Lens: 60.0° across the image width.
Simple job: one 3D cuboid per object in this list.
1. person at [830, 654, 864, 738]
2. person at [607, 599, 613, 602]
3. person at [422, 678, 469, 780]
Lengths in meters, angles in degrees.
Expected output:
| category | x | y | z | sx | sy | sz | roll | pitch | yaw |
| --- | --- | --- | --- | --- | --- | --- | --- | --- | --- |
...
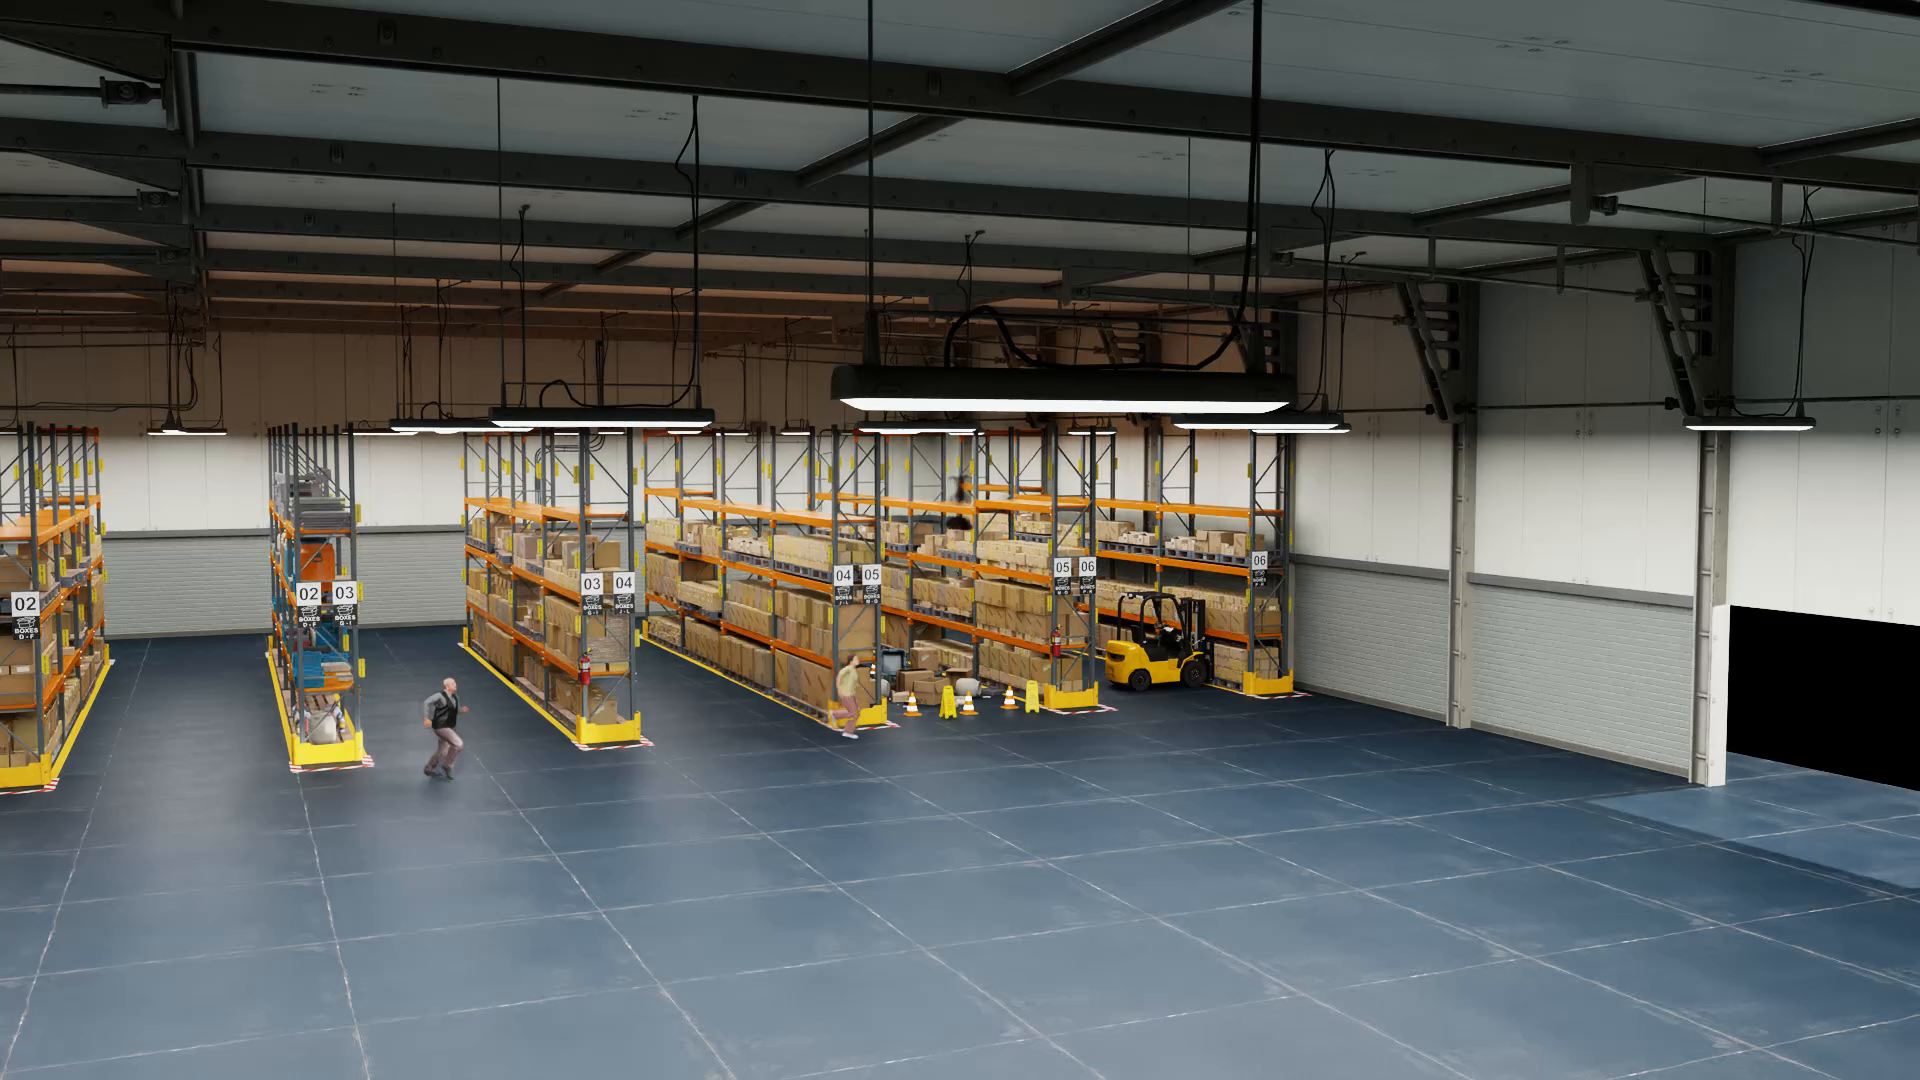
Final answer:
| category | x | y | z | sx | sy | sz | roll | pitch | yaw |
| --- | --- | --- | --- | --- | --- | --- | --- | --- | --- |
| person | -2.173 | 2.985 | 31.894 | 0.657 | 1.622 | 0.615 | 1 | 4 | 19 |
| person | -10.080 | 2.080 | 46.881 | 0.601 | 1.541 | 0.859 | 0 | 3 | -3 |
| person | -8.612 | 3.161 | 27.817 | 0.806 | 1.702 | 0.684 | 1 | 4 | 12 |
